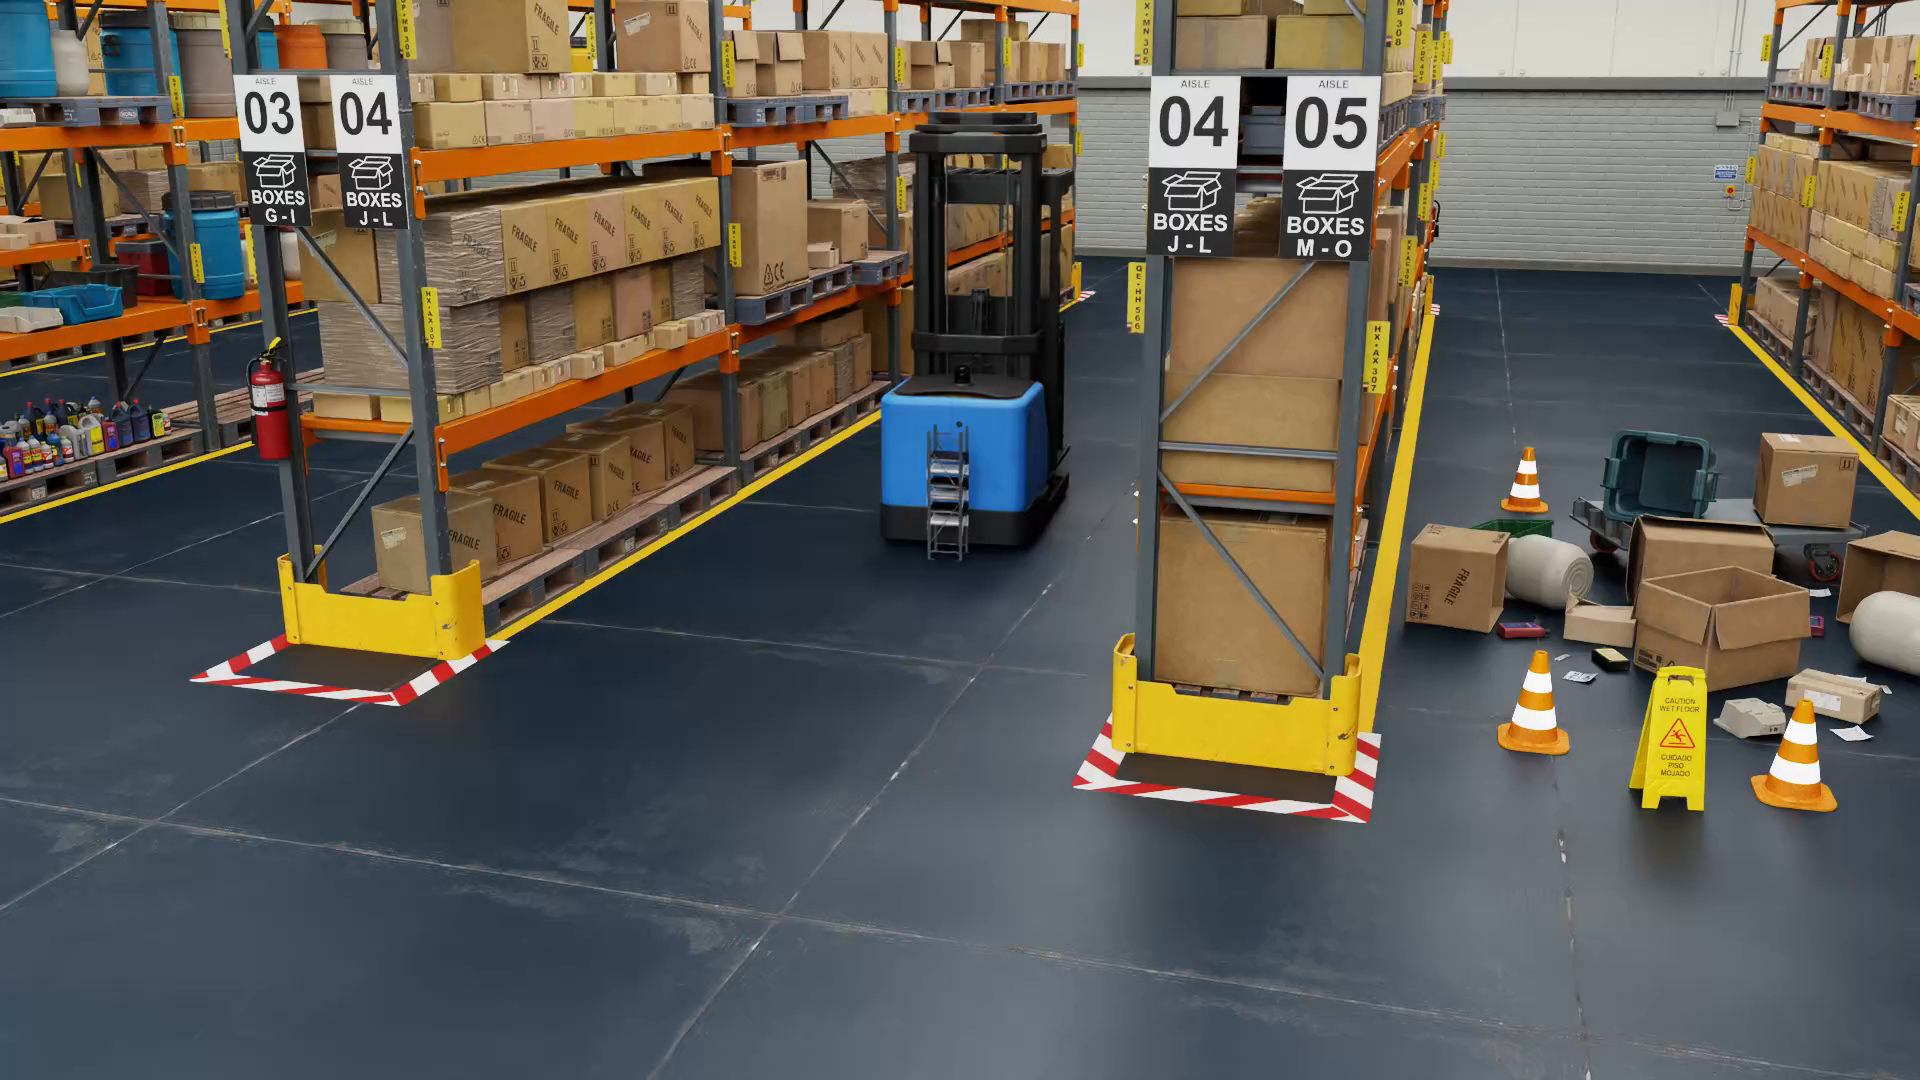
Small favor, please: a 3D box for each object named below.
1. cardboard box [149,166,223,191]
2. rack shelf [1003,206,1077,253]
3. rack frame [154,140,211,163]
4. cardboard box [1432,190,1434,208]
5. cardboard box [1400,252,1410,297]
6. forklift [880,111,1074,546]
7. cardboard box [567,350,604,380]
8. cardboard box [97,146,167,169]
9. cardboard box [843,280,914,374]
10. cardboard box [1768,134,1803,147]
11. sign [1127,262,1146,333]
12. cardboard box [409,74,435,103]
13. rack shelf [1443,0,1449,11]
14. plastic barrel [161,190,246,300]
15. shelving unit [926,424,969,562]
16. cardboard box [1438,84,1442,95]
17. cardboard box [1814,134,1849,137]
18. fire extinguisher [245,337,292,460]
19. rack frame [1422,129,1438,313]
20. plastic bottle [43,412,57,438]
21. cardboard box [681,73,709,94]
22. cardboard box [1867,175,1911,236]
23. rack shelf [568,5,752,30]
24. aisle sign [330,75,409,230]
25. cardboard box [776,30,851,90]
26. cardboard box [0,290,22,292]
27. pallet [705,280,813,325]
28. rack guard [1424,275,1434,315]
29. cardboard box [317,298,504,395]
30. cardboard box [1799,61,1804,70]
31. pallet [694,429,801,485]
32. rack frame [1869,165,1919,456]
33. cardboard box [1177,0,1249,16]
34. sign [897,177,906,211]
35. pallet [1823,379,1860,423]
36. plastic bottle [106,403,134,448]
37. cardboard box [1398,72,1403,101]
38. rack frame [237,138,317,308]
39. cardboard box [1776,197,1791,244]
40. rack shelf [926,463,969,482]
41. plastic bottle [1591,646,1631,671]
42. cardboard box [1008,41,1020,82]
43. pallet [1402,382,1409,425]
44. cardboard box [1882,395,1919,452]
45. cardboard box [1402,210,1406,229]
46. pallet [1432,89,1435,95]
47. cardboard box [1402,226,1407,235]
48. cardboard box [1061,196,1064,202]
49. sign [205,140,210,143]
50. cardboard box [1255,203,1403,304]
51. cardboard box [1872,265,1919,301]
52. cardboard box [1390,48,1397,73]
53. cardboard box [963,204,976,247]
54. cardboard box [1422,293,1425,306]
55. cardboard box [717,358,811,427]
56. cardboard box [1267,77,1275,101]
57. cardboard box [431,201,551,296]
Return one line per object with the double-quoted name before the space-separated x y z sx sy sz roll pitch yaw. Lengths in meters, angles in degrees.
"cardboard box" -9.907 -4.518 21.308 0.700 0.500 0.500 1 16 2
"rack shelf" 0.601 -4.143 22.256 1.077 0.370 4.000 5 16 16
"rack frame" -13.078 -6.164 28.066 1.000 3.000 0.127 5 16 16
"cardboard box" 6.016 -4.655 22.015 0.500 0.500 0.500 5 17 17
"cardboard box" 3.467 -2.156 13.751 0.500 0.500 0.500 4 16 15
"forklift" 0.246 -1.729 12.555 1.130 2.935 3.031 3 16 11
"cardboard box" -2.548 -1.146 10.834 0.380 0.149 0.250 5 16 16
"cardboard box" -13.409 -5.983 26.878 0.980 0.700 0.700 4 16 15
"cardboard box" -0.888 -2.278 17.487 1.225 0.875 0.875 4 16 13
"cardboard box" 10.115 -4.880 20.334 0.380 0.149 0.250 5 17 18
"sign" 0.833 -1.132 7.766 0.100 0.325 0.005 5 16 16
"cardboard box" -3.077 -2.443 8.992 0.380 0.149 0.250 5 16 15
"rack shelf" 5.328 -6.616 19.989 1.077 0.370 4.000 5 16 16
"plastic barrel" -6.589 -2.575 14.494 0.600 0.901 0.708 5 16 16
"shelving unit" -0.082 -0.318 11.301 0.258 0.900 0.210 3 16 11
"cardboard box" 5.445 -5.293 19.770 0.500 0.250 0.500 5 17 18
"cardboard box" 10.712 -4.907 20.429 0.380 0.149 0.250 5 17 17
"fire extinguisher" -3.852 -0.795 9.276 0.296 0.674 0.183 5 16 16
"rack frame" 5.896 -4.601 22.554 1.000 3.000 0.127 5 16 16
"plastic bottle" -7.542 -0.929 13.803 0.097 0.271 0.097 0 16 0
"cardboard box" -2.056 -3.328 12.112 0.380 0.149 0.250 5 17 18
"cardboard box" 8.432 -2.970 14.788 0.500 0.500 0.500 5 17 17
"rack shelf" -4.147 -7.221 22.846 1.077 0.370 4.000 5 16 16
"aisle sign" -3.107 -2.037 8.751 0.394 0.787 0.004 5 16 16
"cardboard box" -1.290 -4.243 14.696 0.500 0.500 0.500 5 17 17
"cardboard box" -11.031 -2.723 19.174 0.500 0.311 0.500 5 17 18
"pallet" -1.884 -1.969 13.626 1.003 0.211 1.213 5 16 16
"rack guard" 5.875 -3.379 22.825 1.175 0.500 0.348 5 16 16
"cardboard box" -3.195 -1.159 9.690 0.875 0.500 0.500 5 16 16
"cardboard box" 10.630 -5.740 20.394 0.500 0.250 0.500 3 16 11
"pallet" -2.021 -0.735 14.033 1.003 0.211 1.213 5 16 16
"rack frame" 8.398 -2.151 13.915 1.000 3.000 0.127 5 16 16
"cardboard box" 1.120 -2.485 7.644 0.380 0.149 0.250 5 17 16
"sign" -0.581 -3.398 16.337 0.100 0.325 0.005 5 16 16
"pallet" 9.043 -1.328 16.123 1.003 0.211 1.213 5 16 16
"plastic bottle" -6.950 -0.953 13.740 0.144 0.351 0.185 4 16 13
"cardboard box" 2.185 -2.449 8.977 0.380 0.149 0.250 5 17 16
"rack frame" -9.464 -4.735 23.025 1.000 3.000 0.127 5 16 16
"cardboard box" 9.691 -3.654 19.032 0.500 0.500 0.500 4 16 15
"rack shelf" -0.082 -0.459 11.261 0.258 0.077 0.200 3 16 11
"plastic bottle" 3.656 0.663 9.379 0.133 0.061 0.283 -1 16 -3
"cardboard box" 0.355 -6.057 21.053 0.700 0.500 0.500 6 17 19
"pallet" 3.846 -1.371 16.276 1.003 0.211 1.213 5 16 16
"cardboard box" 8.228 -0.941 13.697 0.950 0.372 0.625 3 16 12
"cardboard box" 3.941 -2.982 15.448 0.380 0.149 0.250 5 16 16
"pallet" 4.482 -4.754 17.940 1.213 0.211 1.003 5 16 16
"cardboard box" 3.953 -2.843 15.502 0.380 0.149 0.250 5 17 18
"cardboard box" 1.142 -4.803 22.996 0.500 0.250 0.500 4 16 15
"sign" -12.561 -6.790 27.714 0.100 0.325 0.005 5 16 16
"cardboard box" 2.304 -1.806 10.447 0.875 0.550 0.550 5 16 16
"cardboard box" 8.292 -2.231 14.472 0.500 0.250 0.500 4 16 14
"cardboard box" 1.876 -2.418 8.139 0.500 0.250 0.500 4 16 15
"cardboard box" -0.127 -3.604 18.855 0.500 0.500 0.500 4 16 15
"cardboard box" 5.971 -3.203 22.078 0.380 0.149 0.250 5 17 18
"cardboard box" -1.733 -1.310 14.727 0.700 0.500 0.500 3 16 11
"cardboard box" 1.481 -2.433 8.921 0.380 0.149 0.250 5 17 16
"cardboard box" -2.811 -1.751 9.946 0.500 0.500 0.500 5 16 16
